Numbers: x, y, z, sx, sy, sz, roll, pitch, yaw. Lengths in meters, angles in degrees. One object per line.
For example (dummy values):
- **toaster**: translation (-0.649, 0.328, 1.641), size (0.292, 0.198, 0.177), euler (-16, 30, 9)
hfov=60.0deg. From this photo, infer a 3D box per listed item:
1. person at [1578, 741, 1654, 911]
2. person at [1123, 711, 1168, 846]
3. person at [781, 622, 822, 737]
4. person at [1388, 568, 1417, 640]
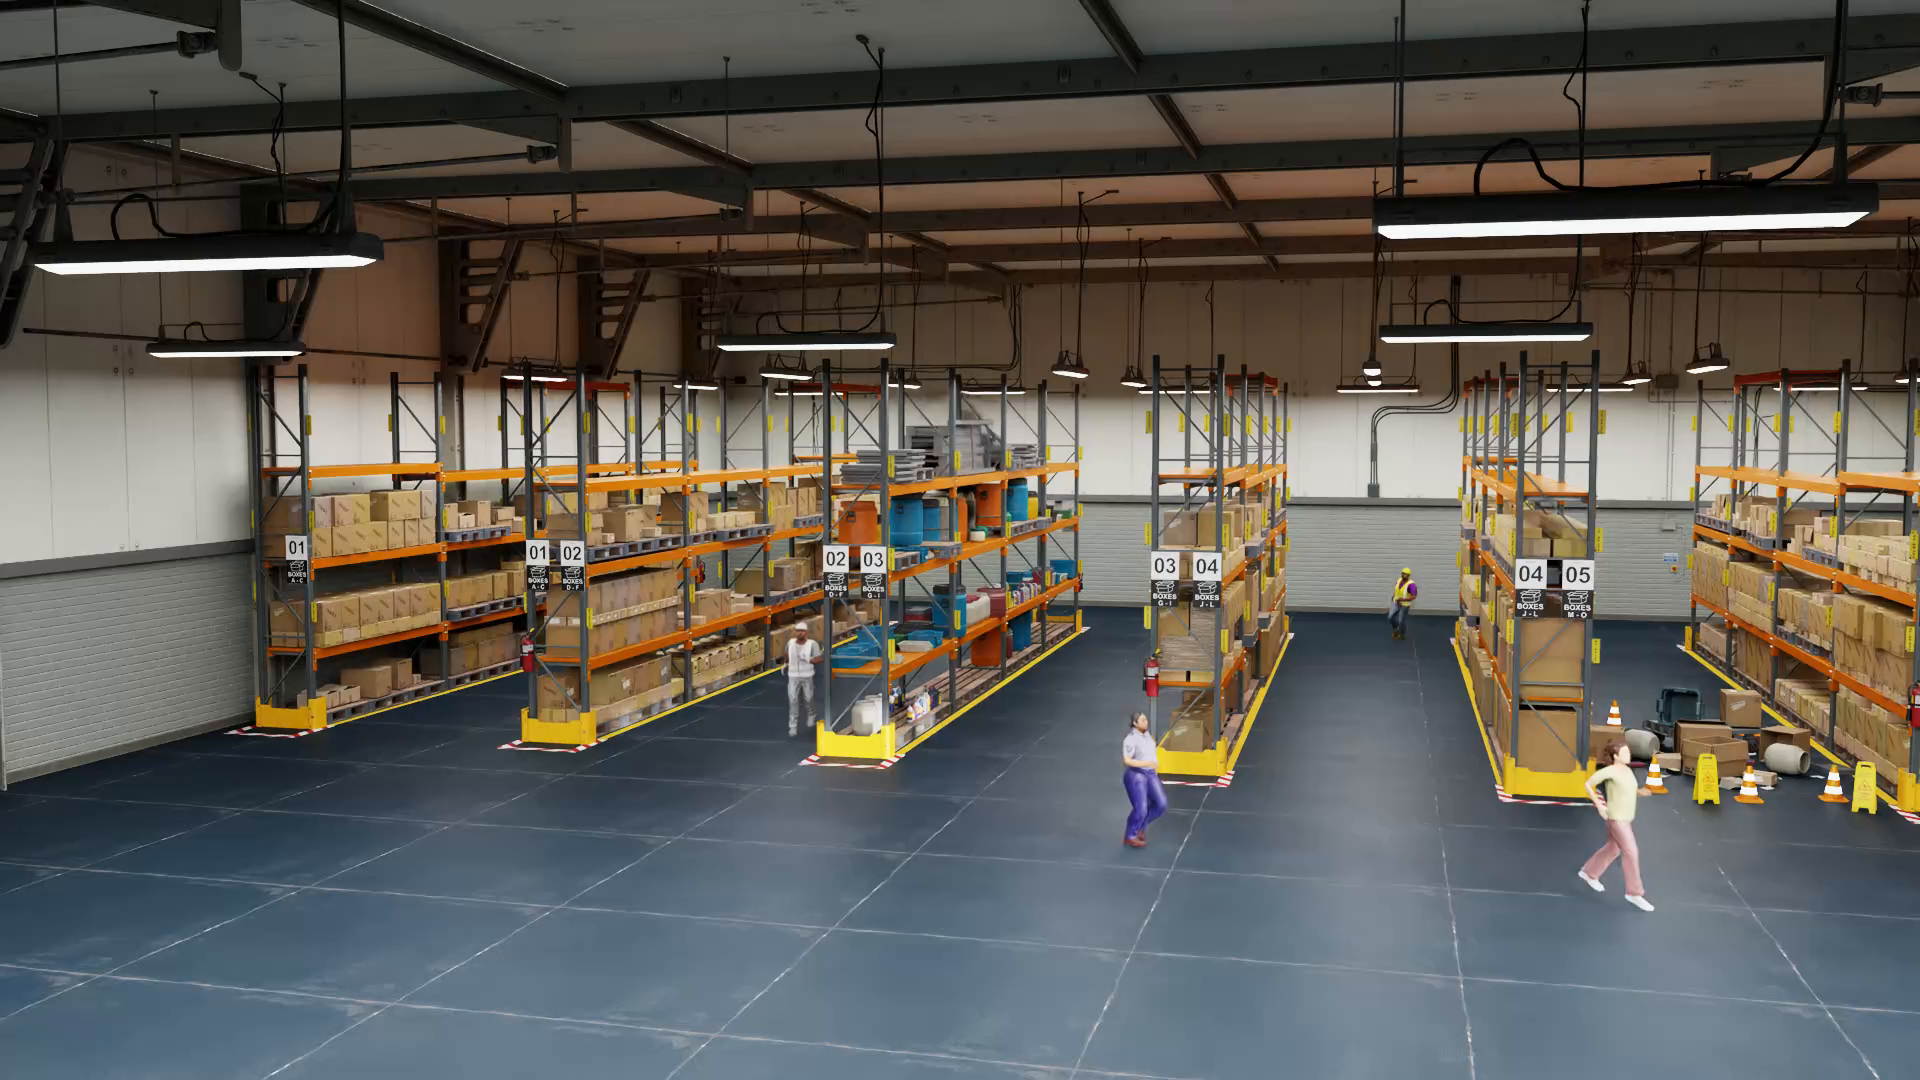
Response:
- **person**: translation (6.906, 2.947, 17.415), size (0.562, 1.697, 0.863), euler (-3, 5, -41)
- **person**: translation (2.200, 2.836, 19.691), size (0.559, 1.600, 0.592), euler (4, 5, 42)
- **person**: translation (-2.568, 2.221, 26.938), size (0.679, 1.777, 0.986), euler (0, 4, 6)
- **person**: translation (10.256, 1.490, 38.481), size (0.603, 1.700, 0.713), euler (-3, 5, -41)
